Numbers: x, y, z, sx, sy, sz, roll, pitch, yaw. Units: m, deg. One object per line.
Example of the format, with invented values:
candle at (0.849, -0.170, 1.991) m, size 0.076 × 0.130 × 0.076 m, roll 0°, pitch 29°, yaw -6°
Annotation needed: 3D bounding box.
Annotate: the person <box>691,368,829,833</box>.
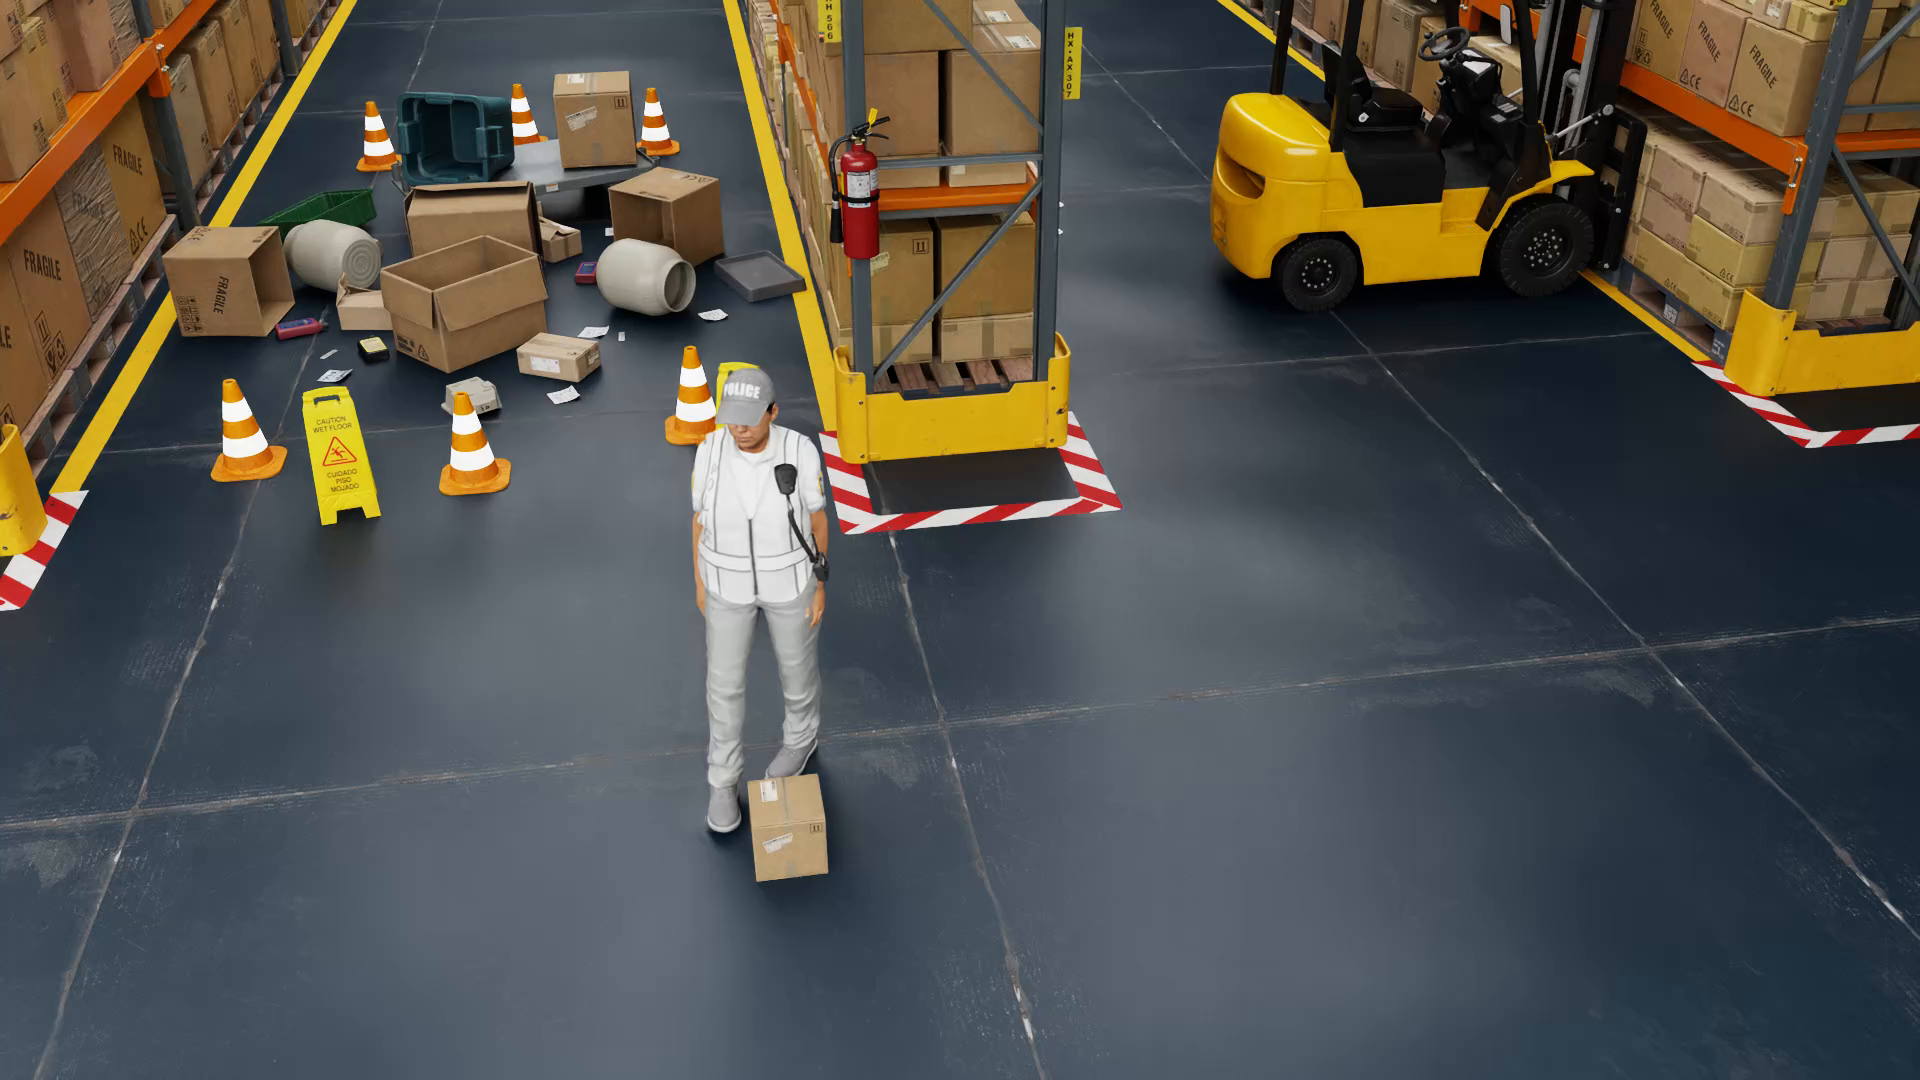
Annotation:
person at (-0.696, 0.206, 5.779) m, size 0.478 × 1.656 × 0.581 m, roll 0°, pitch 31°, yaw -1°
